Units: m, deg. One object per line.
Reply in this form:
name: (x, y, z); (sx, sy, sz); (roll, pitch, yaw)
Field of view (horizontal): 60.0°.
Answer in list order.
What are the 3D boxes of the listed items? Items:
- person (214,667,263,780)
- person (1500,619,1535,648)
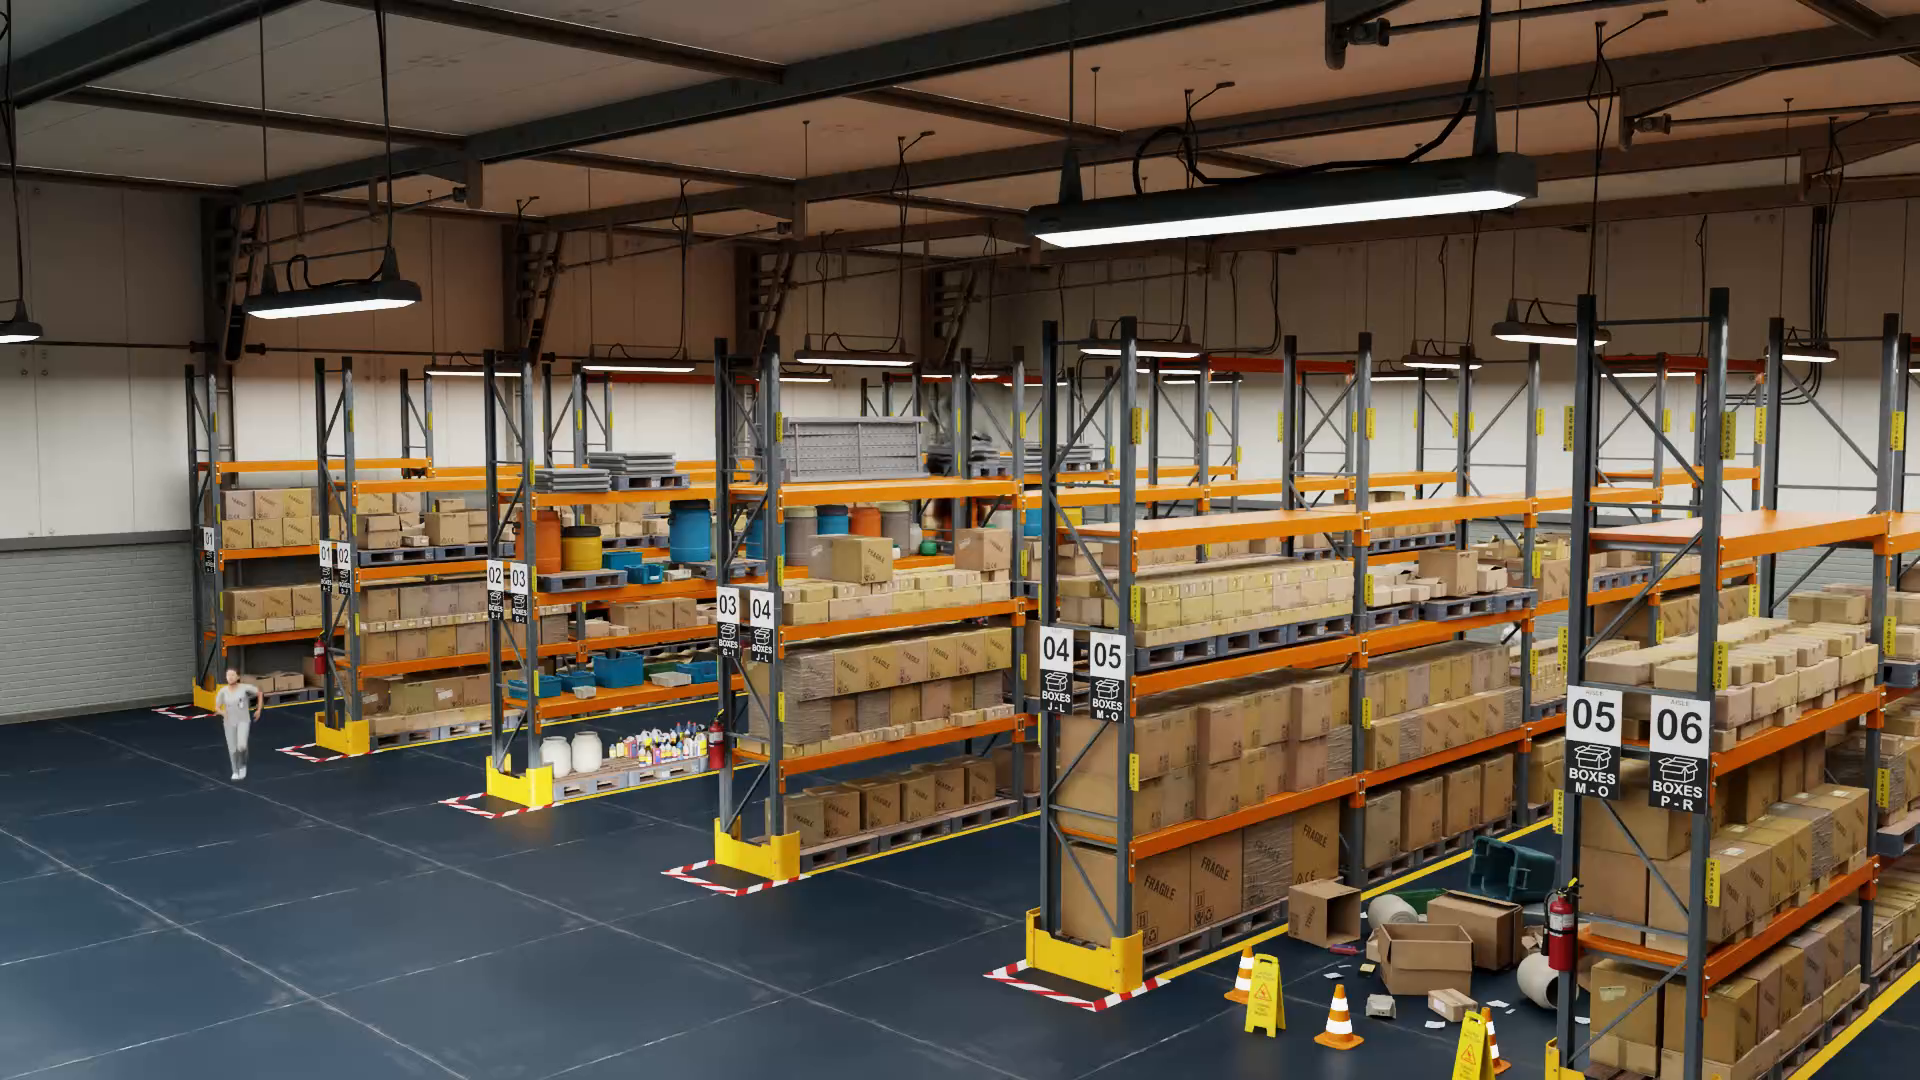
person: (-10.031, 2.575, 23.116); (0.584, 1.605, 0.773); (-1, 4, -13)
person: (10.094, 2.083, 29.932); (0.632, 1.637, 0.478); (-2, 5, -22)
